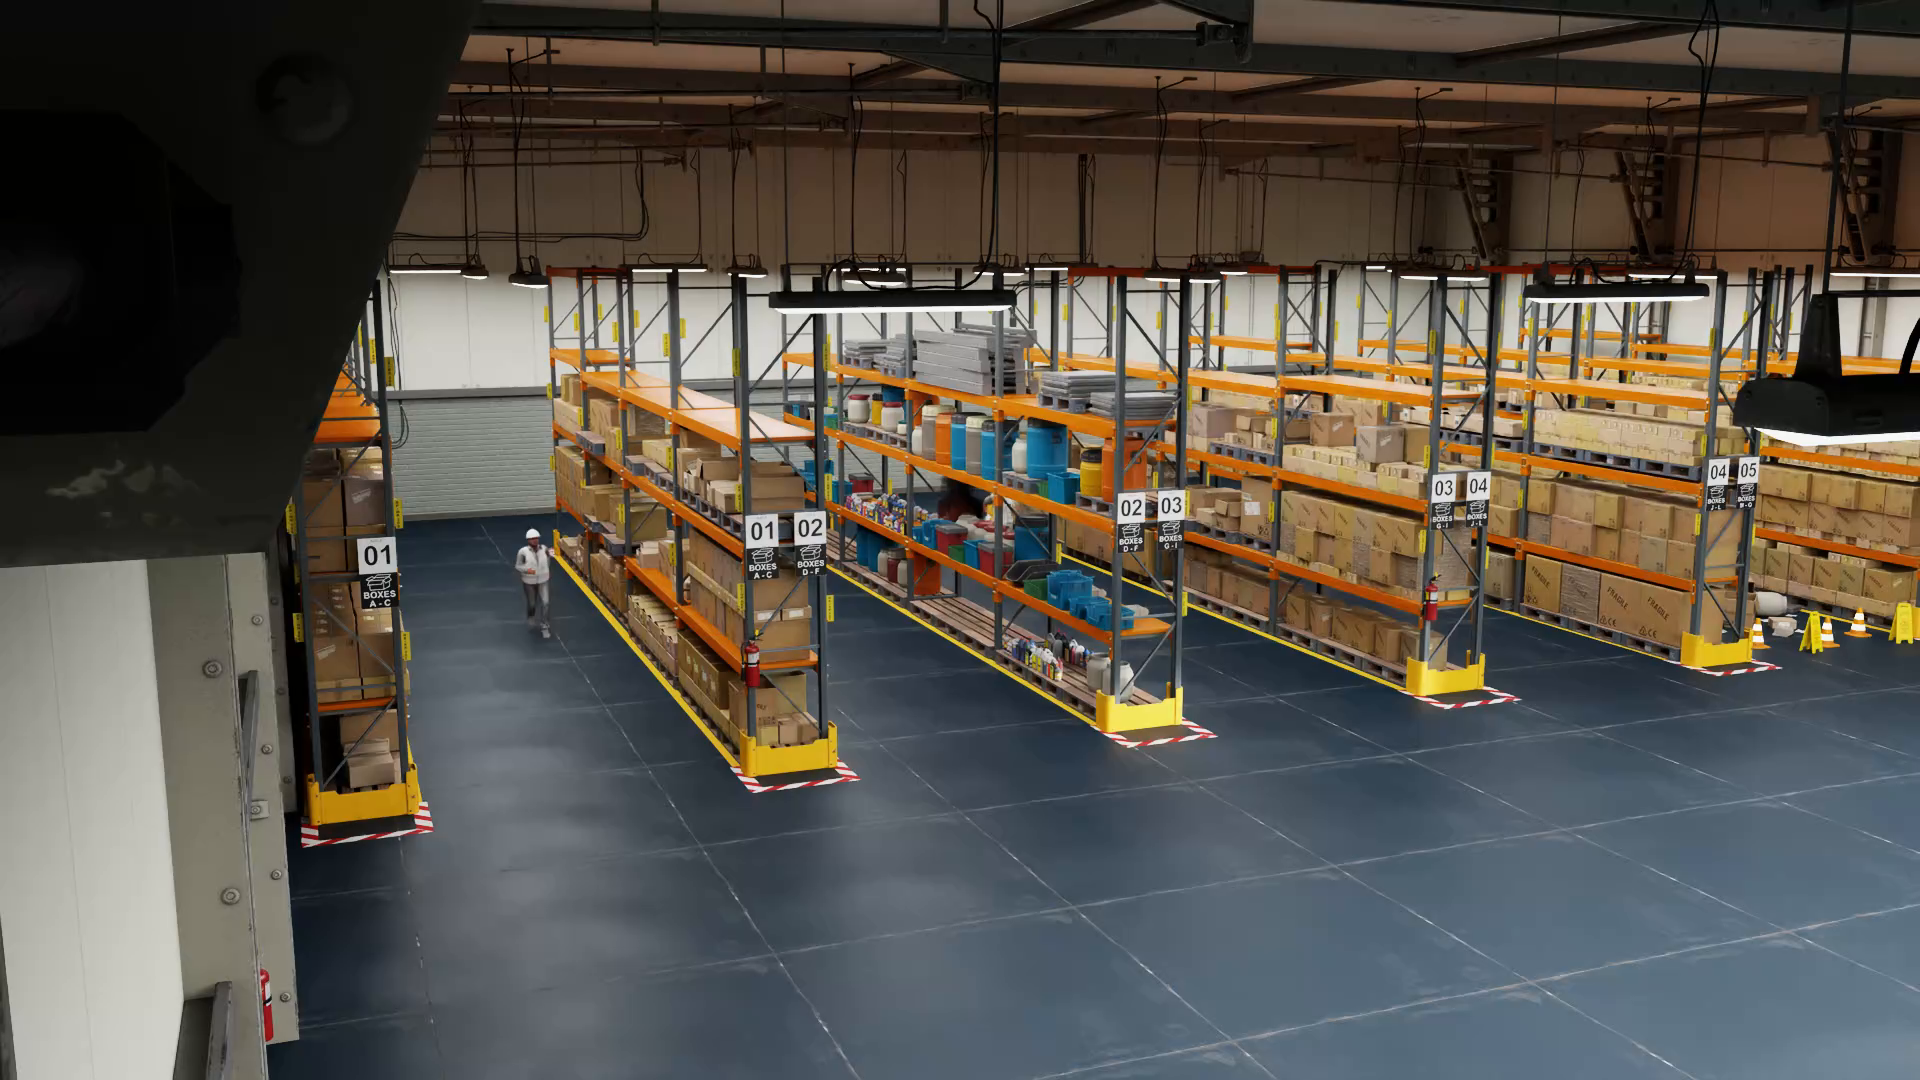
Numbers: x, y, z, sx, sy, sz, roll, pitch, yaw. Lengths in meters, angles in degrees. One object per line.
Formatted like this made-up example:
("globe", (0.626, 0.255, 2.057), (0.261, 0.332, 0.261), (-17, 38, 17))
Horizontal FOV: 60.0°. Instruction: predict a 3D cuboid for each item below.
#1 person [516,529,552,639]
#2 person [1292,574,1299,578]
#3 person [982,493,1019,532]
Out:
("person", (-7.069, 0.693, 27.620), (0.617, 1.802, 0.929), (-4, 11, -23))
("person", (6.402, -0.104, 32.811), (0.602, 1.615, 0.960), (-8, 13, -40))
("person", (0.844, -0.267, 31.423), (0.642, 1.835, 0.695), (-6, 12, -32))
